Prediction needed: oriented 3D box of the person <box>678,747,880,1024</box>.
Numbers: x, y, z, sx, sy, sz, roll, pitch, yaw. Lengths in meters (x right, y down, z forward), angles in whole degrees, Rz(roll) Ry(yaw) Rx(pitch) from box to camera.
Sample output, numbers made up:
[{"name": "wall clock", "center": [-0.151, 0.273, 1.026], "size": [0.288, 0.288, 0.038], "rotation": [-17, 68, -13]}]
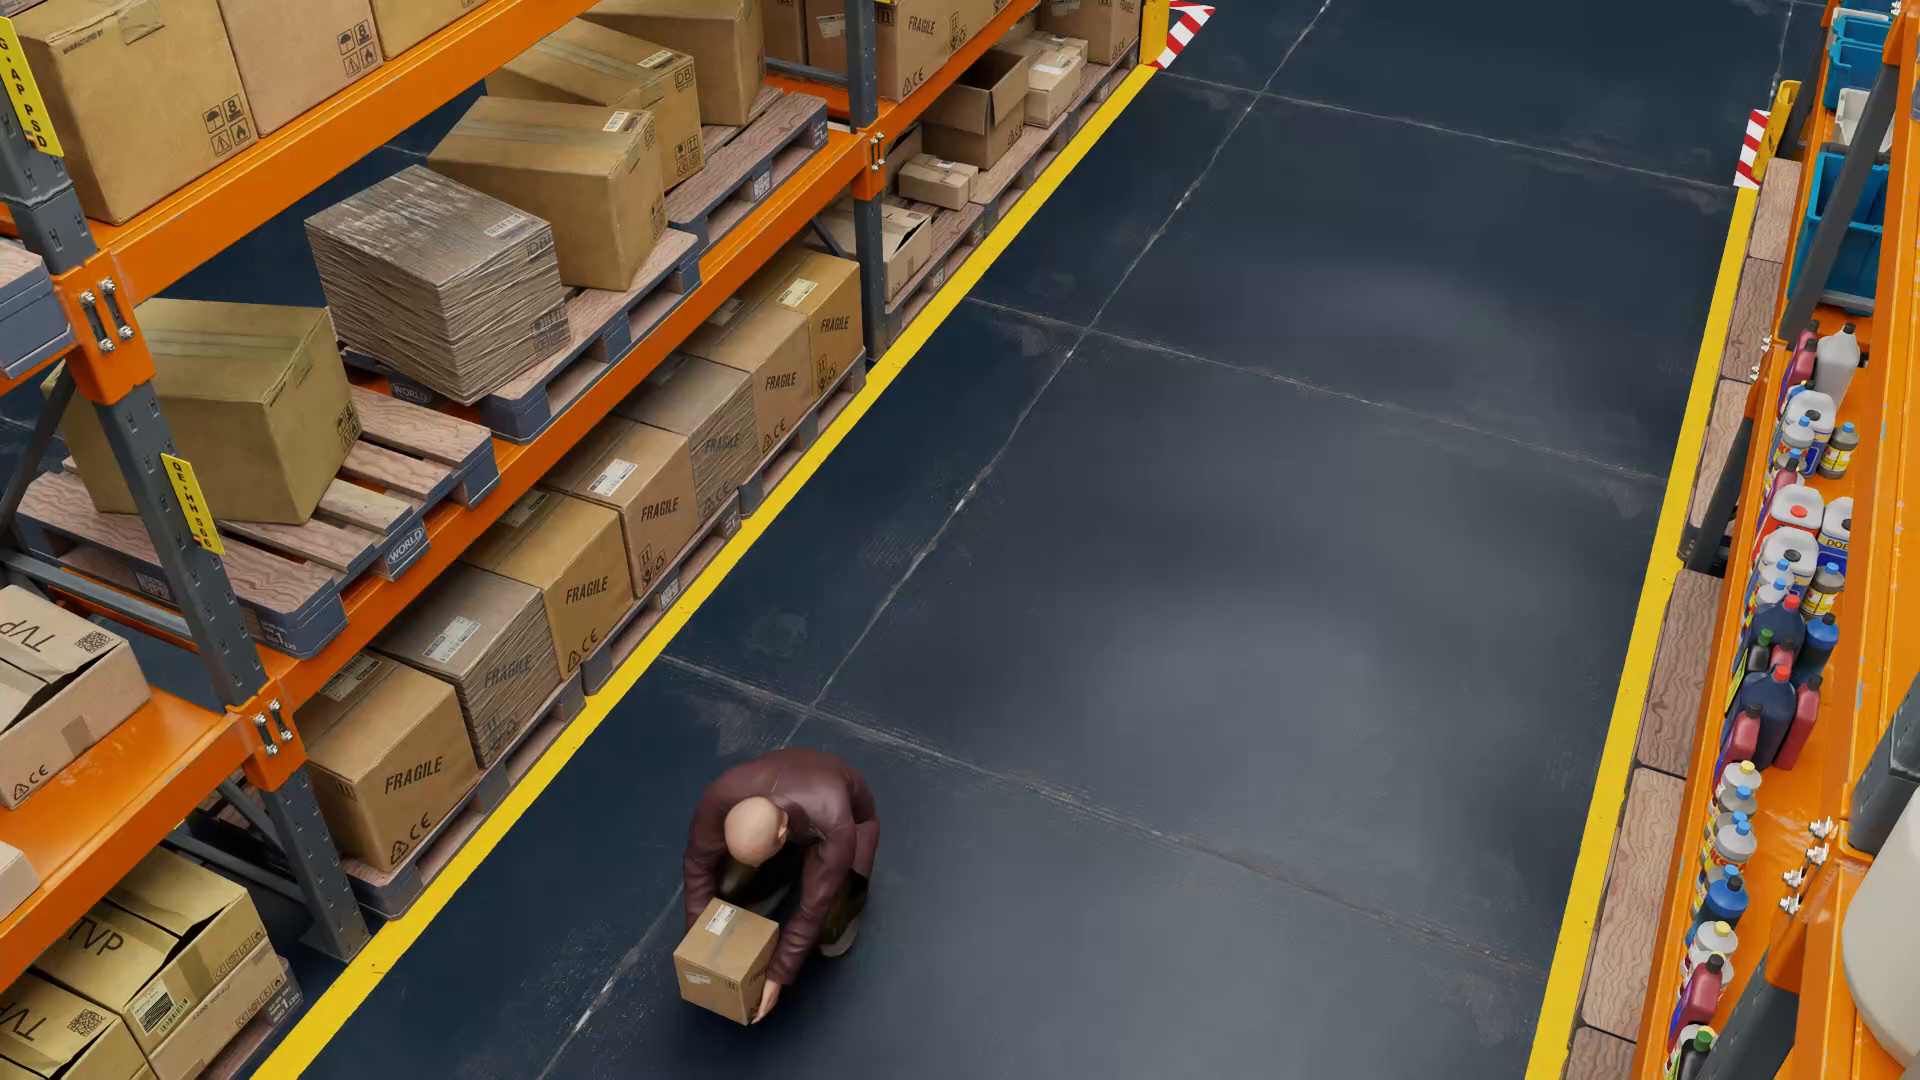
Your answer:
[{"name": "person", "center": [-0.595, 1.089, 5.621], "size": [0.599, 0.877, 0.901], "rotation": [17, 44, 19]}]
